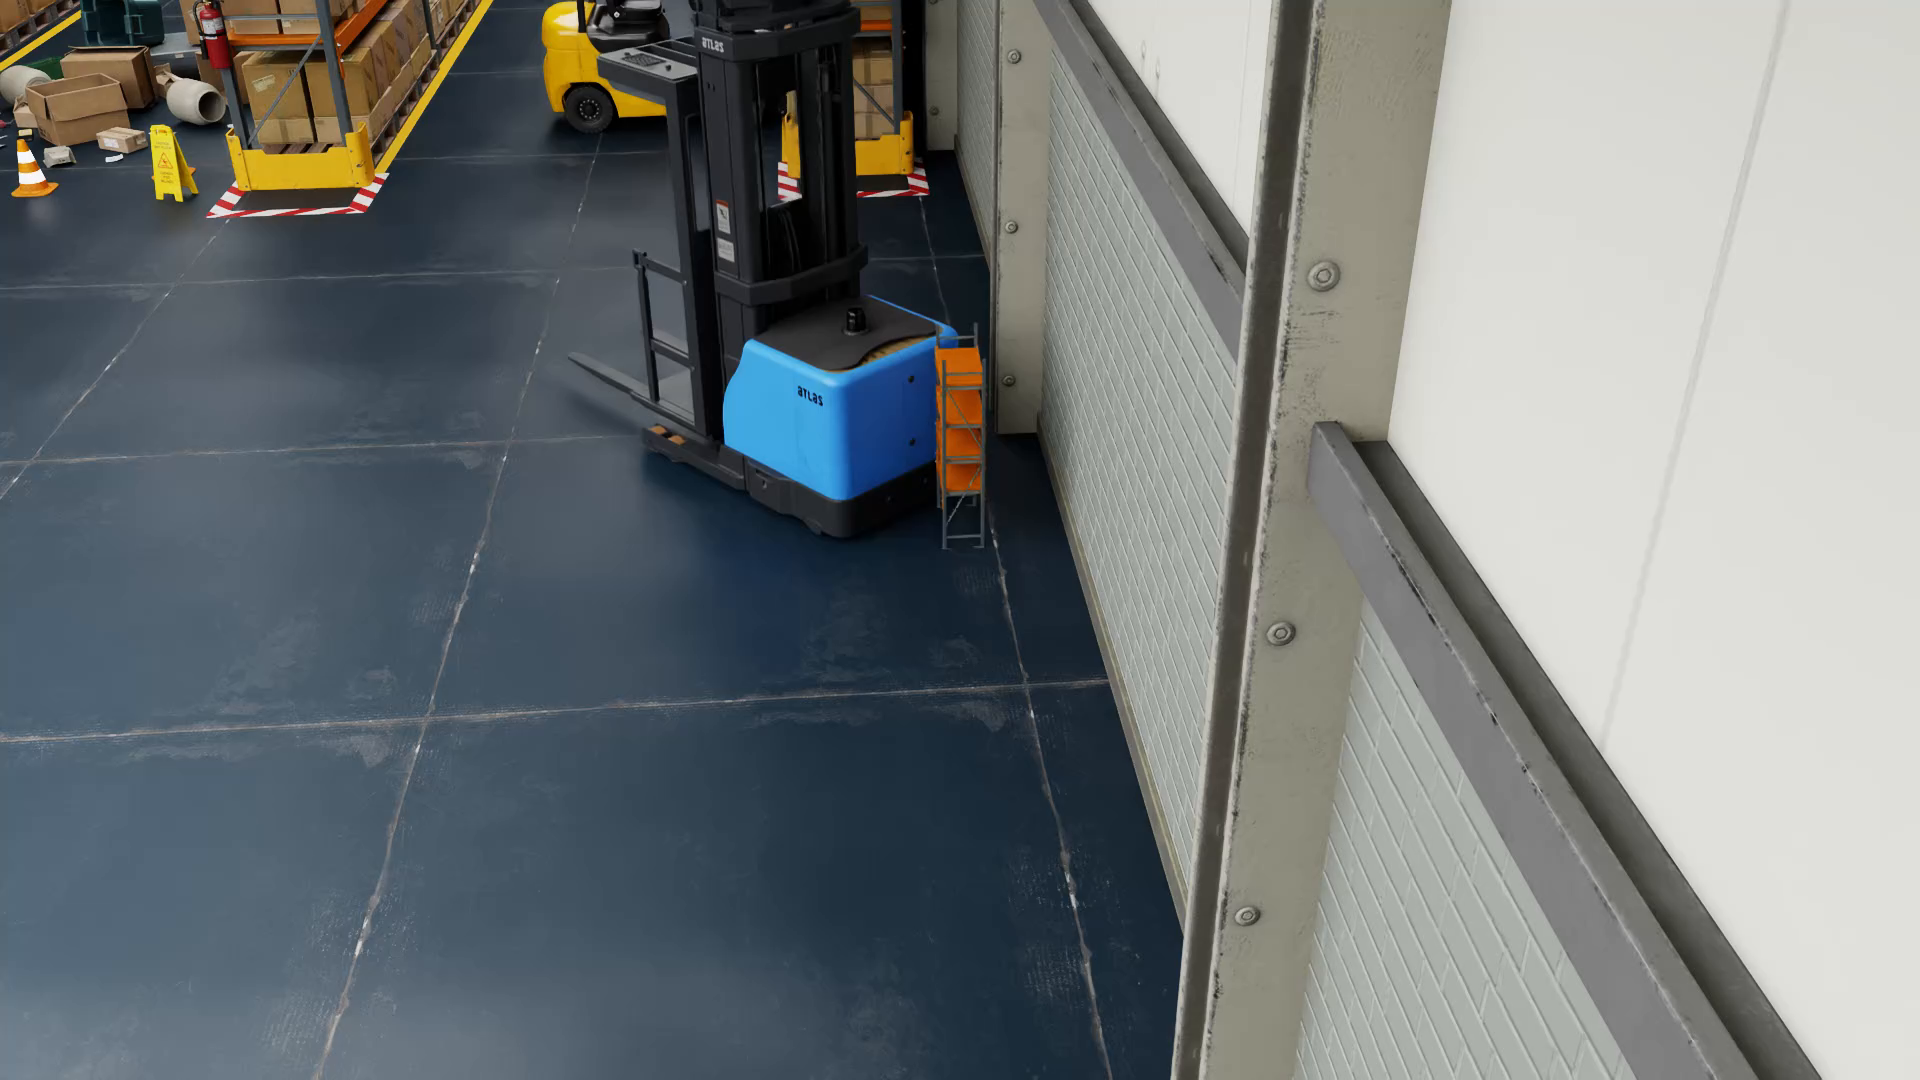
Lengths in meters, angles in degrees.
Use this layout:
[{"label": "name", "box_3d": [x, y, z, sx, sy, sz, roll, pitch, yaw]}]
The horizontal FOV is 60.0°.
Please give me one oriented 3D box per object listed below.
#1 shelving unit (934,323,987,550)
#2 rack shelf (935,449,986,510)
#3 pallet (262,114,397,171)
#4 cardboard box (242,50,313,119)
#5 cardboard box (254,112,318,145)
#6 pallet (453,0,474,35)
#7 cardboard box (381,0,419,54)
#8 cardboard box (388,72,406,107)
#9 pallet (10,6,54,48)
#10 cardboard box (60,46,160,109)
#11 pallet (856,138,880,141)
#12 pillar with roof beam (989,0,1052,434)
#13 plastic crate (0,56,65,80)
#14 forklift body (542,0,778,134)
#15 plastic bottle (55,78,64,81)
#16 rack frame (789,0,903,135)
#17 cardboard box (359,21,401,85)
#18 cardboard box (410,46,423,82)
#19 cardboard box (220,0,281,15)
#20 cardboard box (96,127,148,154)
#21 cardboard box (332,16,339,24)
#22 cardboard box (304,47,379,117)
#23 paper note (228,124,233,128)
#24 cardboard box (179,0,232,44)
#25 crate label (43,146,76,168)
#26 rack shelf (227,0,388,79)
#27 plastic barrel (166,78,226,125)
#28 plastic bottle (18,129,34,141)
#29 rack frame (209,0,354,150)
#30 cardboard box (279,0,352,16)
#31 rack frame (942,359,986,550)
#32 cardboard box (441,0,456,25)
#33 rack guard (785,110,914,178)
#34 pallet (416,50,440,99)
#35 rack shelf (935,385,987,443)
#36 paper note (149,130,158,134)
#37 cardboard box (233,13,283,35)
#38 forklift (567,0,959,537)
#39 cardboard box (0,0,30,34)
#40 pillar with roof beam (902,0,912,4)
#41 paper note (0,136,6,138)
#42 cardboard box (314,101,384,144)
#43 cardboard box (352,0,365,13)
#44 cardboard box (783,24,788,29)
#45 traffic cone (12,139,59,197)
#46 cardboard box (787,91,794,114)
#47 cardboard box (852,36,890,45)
[{"label": "shelving unit", "box_3d": [0.001, -0.590, 9.568, 0.258, 1.200, 0.503, -2, 31, -4]}, {"label": "rack shelf", "box_3d": [0.001, -0.361, 9.704, 0.258, 0.148, 0.480, -2, 31, -4]}, {"label": "pallet", "box_3d": [-6.013, -3.777, 15.867, 1.003, 0.211, 1.213, -3, 31, -5]}, {"label": "cardboard box", "box_3d": [-6.300, -4.237, 15.459, 0.500, 0.500, 0.500, -3, 31, -4]}, {"label": "cardboard box", "box_3d": [-6.311, -3.930, 15.677, 0.500, 0.250, 0.500, -3, 31, -5]}, {"label": "pallet", "box_3d": [-6.531, -6.385, 20.235, 1.003, 0.211, 1.213, -3, 31, -5]}, {"label": "cardboard box", "box_3d": [-5.968, -5.334, 17.295, 0.500, 0.500, 0.500, -2, 31, -4]}, {"label": "cardboard box", "box_3d": [-5.869, -4.482, 16.601, 0.500, 0.250, 0.500, -1, 31, -1]}, {"label": "pallet", "box_3d": [-11.523, -6.089, 19.739, 1.003, 0.211, 1.213, -3, 31, -5]}, {"label": "cardboard box", "box_3d": [-8.746, -4.757, 17.092, 0.797, 0.637, 0.503, -3, 31, -5]}, {"label": "pallet", "box_3d": [-1.137, -3.949, 16.157, 1.003, 0.211, 1.213, -3, 31, -5]}, {"label": "pillar with roof beam", "box_3d": [-3.917, -4.463, 8.446, 9.100, 9.000, 0.400, -3, 31, -5]}, {"label": "plastic crate", "box_3d": [-9.938, -5.063, 17.988, 0.450, 0.188, 0.662, 4, 30, 26]}, {"label": "forklift body", "box_3d": [-3.018, -5.274, 16.483, 2.313, 2.155, 1.214, -3, 31, -5]}, {"label": "plastic bottle", "box_3d": [-9.730, -4.942, 17.964, 0.133, 0.061, 0.283, -20, 36, -30]}, {"label": "rack frame", "box_3d": [-1.024, -4.758, 14.791, 1.000, 3.000, 0.127, -3, 31, -5]}, {"label": "cardboard box", "box_3d": [-5.860, -4.801, 16.403, 0.500, 0.500, 0.500, -2, 31, -4]}, {"label": "cardboard box", "box_3d": [-5.957, -5.000, 17.468, 0.500, 0.250, 0.500, -4, 31, -6]}, {"label": "cardboard box", "box_3d": [-6.291, -4.953, 14.730, 0.500, 0.500, 0.500, -3, 31, -5]}, {"label": "cardboard box", "box_3d": [-8.099, -3.867, 16.079, 0.380, 0.149, 0.250, 13, 33, 21]}, {"label": "cardboard box", "box_3d": [-5.829, -4.722, 14.976, 0.380, 0.149, 0.250, -2, 31, -4]}, {"label": "cardboard box", "box_3d": [-5.768, -4.277, 15.527, 0.500, 0.500, 0.500, -4, 31, -6]}, {"label": "paper note", "box_3d": [-7.274, -4.165, 16.693, 0.142, 0.019, 0.148, -14, 33, -22]}, {"label": "cardboard box", "box_3d": [-8.109, -5.712, 18.087, 0.500, 0.500, 0.500, -3, 31, -5]}, {"label": "crate label", "box_3d": [-8.499, -3.619, 15.675, 0.250, 0.136, 0.298, -20, 36, -30]}, {"label": "rack shelf", "box_3d": [-6.152, -5.231, 16.284, 1.077, 0.370, 4.000, -3, 31, -5]}, {"label": "plastic barrel", "box_3d": [-7.666, -4.394, 16.695, 0.512, 0.421, 0.421, 20, 36, 29]}, {"label": "plastic bottle", "box_3d": [-9.202, -3.994, 16.377, 0.133, 0.061, 0.283, -14, 33, -22]}, {"label": "rack frame", "box_3d": [-5.966, -4.518, 14.390, 1.000, 3.000, 0.127, -3, 31, -5]}, {"label": "cardboard box", "box_3d": [-5.734, -4.944, 14.715, 0.500, 0.500, 0.500, -3, 31, -5]}, {"label": "rack frame", "box_3d": [0.022, -0.465, 9.359, 0.240, 1.200, 0.015, -2, 31, -4]}, {"label": "cardboard box", "box_3d": [-6.461, -6.247, 19.437, 0.950, 0.372, 0.625, -1, 31, -1]}, {"label": "rack guard", "box_3d": [-1.022, -3.673, 15.412, 1.175, 0.500, 0.348, -3, 31, -5]}, {"label": "pallet", "box_3d": [-6.241, -5.022, 17.953, 1.003, 0.211, 1.213, -3, 31, -5]}, {"label": "rack shelf", "box_3d": [0.001, -0.724, 9.487, 0.258, 0.148, 0.480, -2, 31, -4]}, {"label": "paper note", "box_3d": [-7.966, -4.067, 16.541, 0.148, 0.019, 0.142, 8, 32, 13]}, {"label": "cardboard box", "box_3d": [-6.213, -4.591, 14.757, 0.380, 0.149, 0.250, -2, 31, -3]}, {"label": "forklift", "box_3d": [-1.397, -1.923, 10.111, 3.031, 2.935, 1.130, 27, 40, 37]}, {"label": "cardboard box", "box_3d": [-11.492, -6.292, 19.143, 1.050, 0.750, 0.750, -3, 31, -5]}, {"label": "pillar with roof beam", "box_3d": [-5.038, -10.589, 18.704, 9.100, 9.000, 0.400, -3, 31, -5]}, {"label": "paper note", "box_3d": [-9.444, -3.964, 16.377, 0.032, 0.001, 0.123, 13, 33, 21]}, {"label": "cardboard box", "box_3d": [-5.766, -3.943, 15.699, 0.500, 0.250, 0.500, -3, 31, -5]}, {"label": "cardboard box", "box_3d": [-5.751, -4.993, 15.430, 0.380, 0.149, 0.250, -2, 31, -4]}, {"label": "cardboard box", "box_3d": [-1.488, -4.925, 16.367, 0.500, 0.250, 0.500, -2, 31, -4]}, {"label": "traffic cone", "box_3d": [-8.364, -3.360, 14.925, 0.336, 0.463, 0.334, -3, 31, -5]}, {"label": "cardboard box", "box_3d": [-1.381, -4.206, 15.651, 0.500, 0.250, 0.500, -3, 31, -5]}, {"label": "cardboard box", "box_3d": [-0.931, -4.697, 15.985, 0.500, 0.250, 0.500, -3, 31, -5]}]
